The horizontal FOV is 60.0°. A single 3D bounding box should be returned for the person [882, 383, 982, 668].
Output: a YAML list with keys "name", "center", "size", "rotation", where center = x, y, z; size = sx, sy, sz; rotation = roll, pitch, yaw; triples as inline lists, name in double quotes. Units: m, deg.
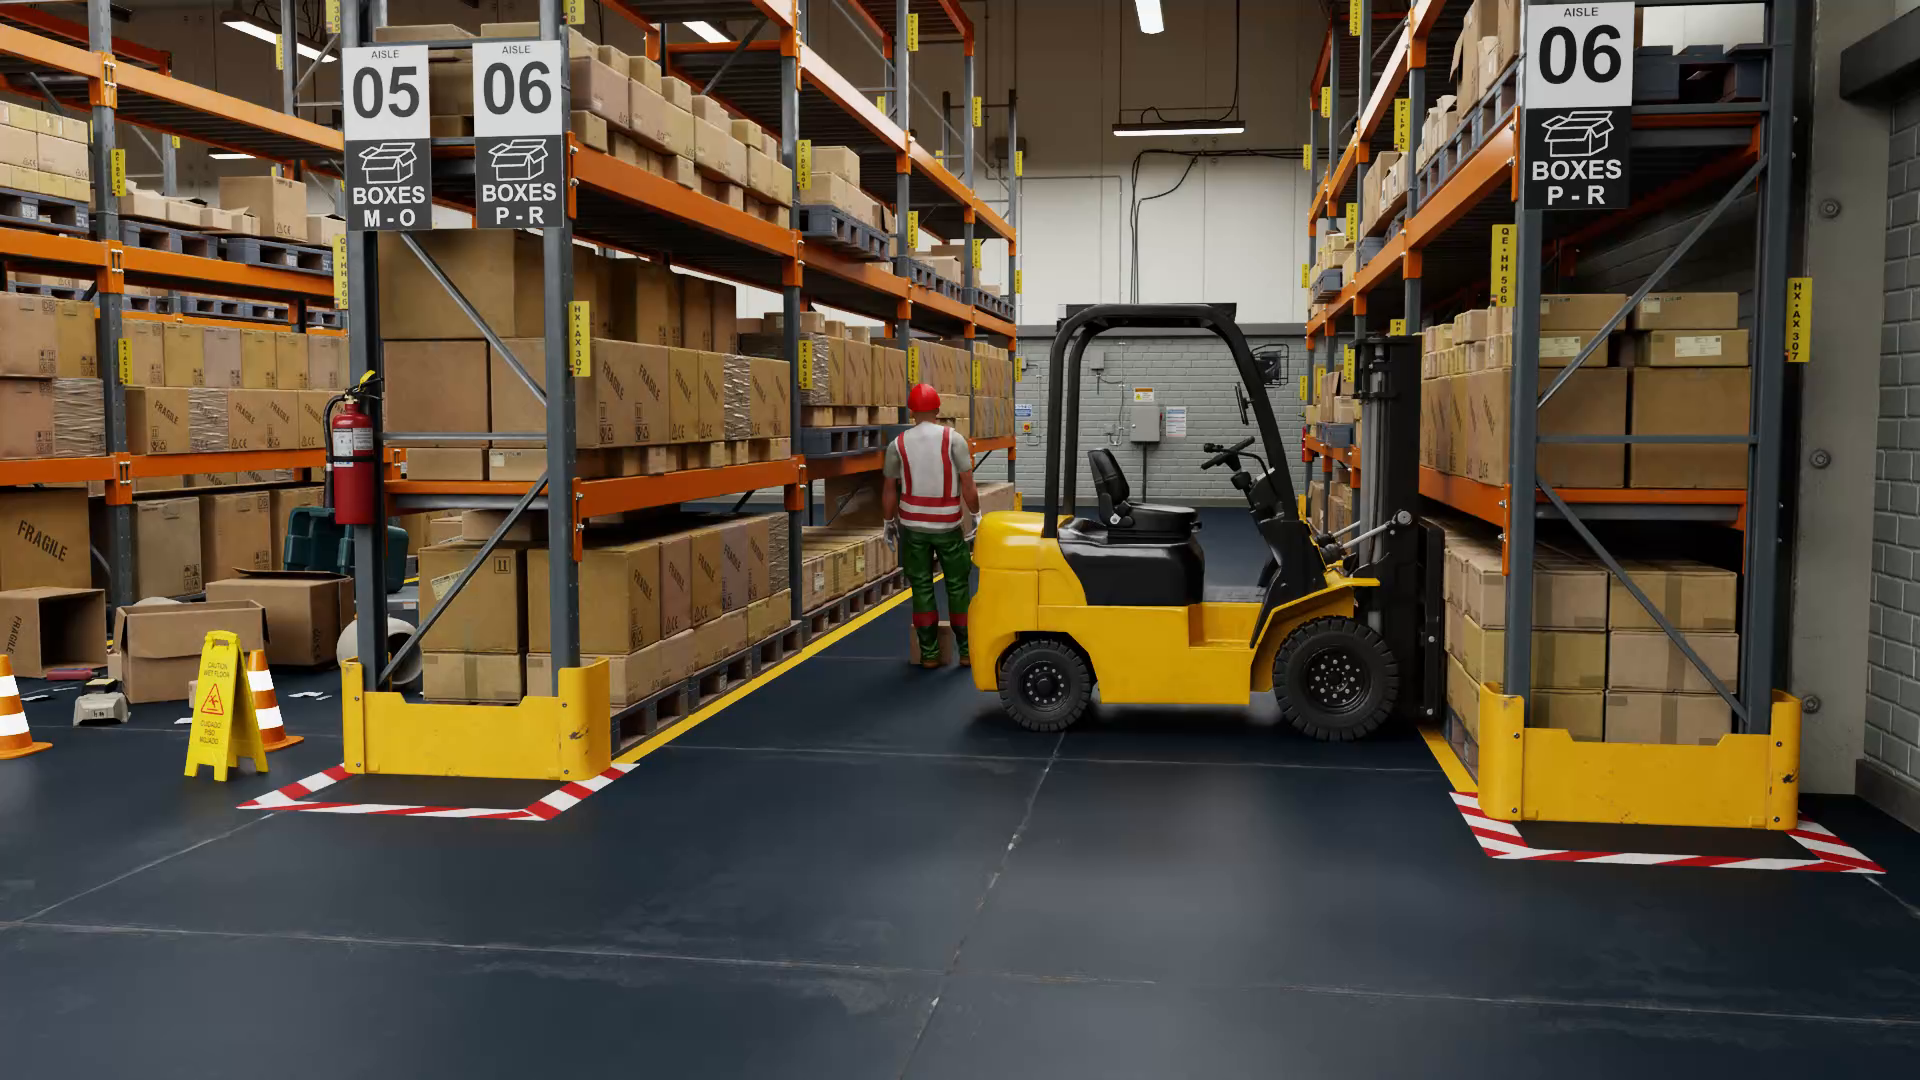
- name: "person"
  center: [-0.161, -0.093, 10.530]
  size: [0.638, 1.782, 0.564]
  rotation: [1, 4, 7]
